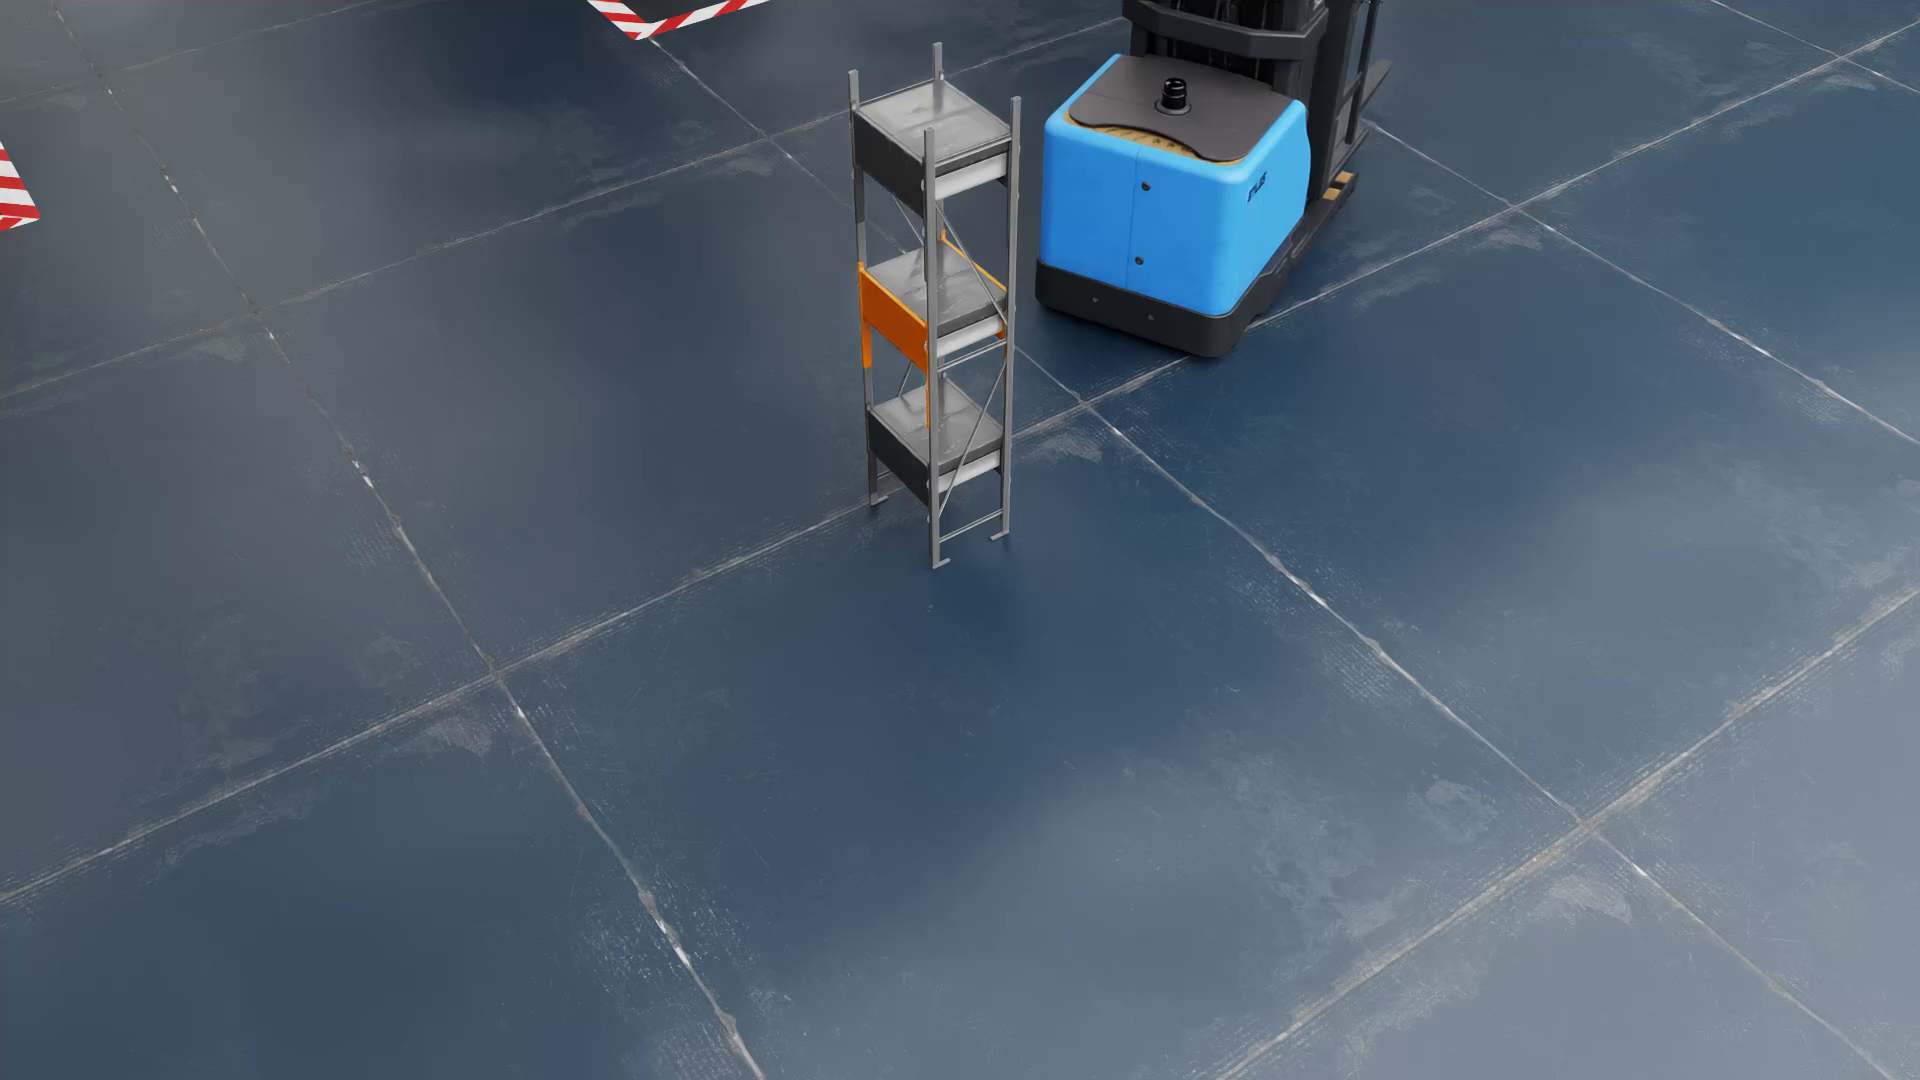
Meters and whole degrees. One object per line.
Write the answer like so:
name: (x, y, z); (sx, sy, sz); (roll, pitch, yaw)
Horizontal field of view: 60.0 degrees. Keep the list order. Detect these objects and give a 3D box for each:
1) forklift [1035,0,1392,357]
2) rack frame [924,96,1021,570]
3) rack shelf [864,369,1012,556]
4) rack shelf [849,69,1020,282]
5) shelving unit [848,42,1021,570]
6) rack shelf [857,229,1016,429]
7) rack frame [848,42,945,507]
forklift: (1.541, -2.955, 8.214); (1.130, 2.935, 3.031); (21, 48, 21)
rack frame: (0.045, -0.715, 6.469); (0.400, 2.100, 0.015); (-26, 49, -24)
rack shelf: (-0.095, -0.337, 7.107); (0.431, 0.518, 0.480); (-26, 49, -24)
rack shelf: (-0.095, -1.350, 6.140); (0.431, 0.518, 0.480); (-26, 49, -24)
shelving unit: (-0.095, -0.853, 6.614); (0.431, 2.100, 0.503); (-26, 49, -24)
rack shelf: (-0.095, -0.843, 6.624); (0.431, 0.518, 0.480); (-26, 49, -24)
rack frame: (-0.234, -0.991, 6.759); (0.400, 2.100, 0.015); (-26, 49, -24)
